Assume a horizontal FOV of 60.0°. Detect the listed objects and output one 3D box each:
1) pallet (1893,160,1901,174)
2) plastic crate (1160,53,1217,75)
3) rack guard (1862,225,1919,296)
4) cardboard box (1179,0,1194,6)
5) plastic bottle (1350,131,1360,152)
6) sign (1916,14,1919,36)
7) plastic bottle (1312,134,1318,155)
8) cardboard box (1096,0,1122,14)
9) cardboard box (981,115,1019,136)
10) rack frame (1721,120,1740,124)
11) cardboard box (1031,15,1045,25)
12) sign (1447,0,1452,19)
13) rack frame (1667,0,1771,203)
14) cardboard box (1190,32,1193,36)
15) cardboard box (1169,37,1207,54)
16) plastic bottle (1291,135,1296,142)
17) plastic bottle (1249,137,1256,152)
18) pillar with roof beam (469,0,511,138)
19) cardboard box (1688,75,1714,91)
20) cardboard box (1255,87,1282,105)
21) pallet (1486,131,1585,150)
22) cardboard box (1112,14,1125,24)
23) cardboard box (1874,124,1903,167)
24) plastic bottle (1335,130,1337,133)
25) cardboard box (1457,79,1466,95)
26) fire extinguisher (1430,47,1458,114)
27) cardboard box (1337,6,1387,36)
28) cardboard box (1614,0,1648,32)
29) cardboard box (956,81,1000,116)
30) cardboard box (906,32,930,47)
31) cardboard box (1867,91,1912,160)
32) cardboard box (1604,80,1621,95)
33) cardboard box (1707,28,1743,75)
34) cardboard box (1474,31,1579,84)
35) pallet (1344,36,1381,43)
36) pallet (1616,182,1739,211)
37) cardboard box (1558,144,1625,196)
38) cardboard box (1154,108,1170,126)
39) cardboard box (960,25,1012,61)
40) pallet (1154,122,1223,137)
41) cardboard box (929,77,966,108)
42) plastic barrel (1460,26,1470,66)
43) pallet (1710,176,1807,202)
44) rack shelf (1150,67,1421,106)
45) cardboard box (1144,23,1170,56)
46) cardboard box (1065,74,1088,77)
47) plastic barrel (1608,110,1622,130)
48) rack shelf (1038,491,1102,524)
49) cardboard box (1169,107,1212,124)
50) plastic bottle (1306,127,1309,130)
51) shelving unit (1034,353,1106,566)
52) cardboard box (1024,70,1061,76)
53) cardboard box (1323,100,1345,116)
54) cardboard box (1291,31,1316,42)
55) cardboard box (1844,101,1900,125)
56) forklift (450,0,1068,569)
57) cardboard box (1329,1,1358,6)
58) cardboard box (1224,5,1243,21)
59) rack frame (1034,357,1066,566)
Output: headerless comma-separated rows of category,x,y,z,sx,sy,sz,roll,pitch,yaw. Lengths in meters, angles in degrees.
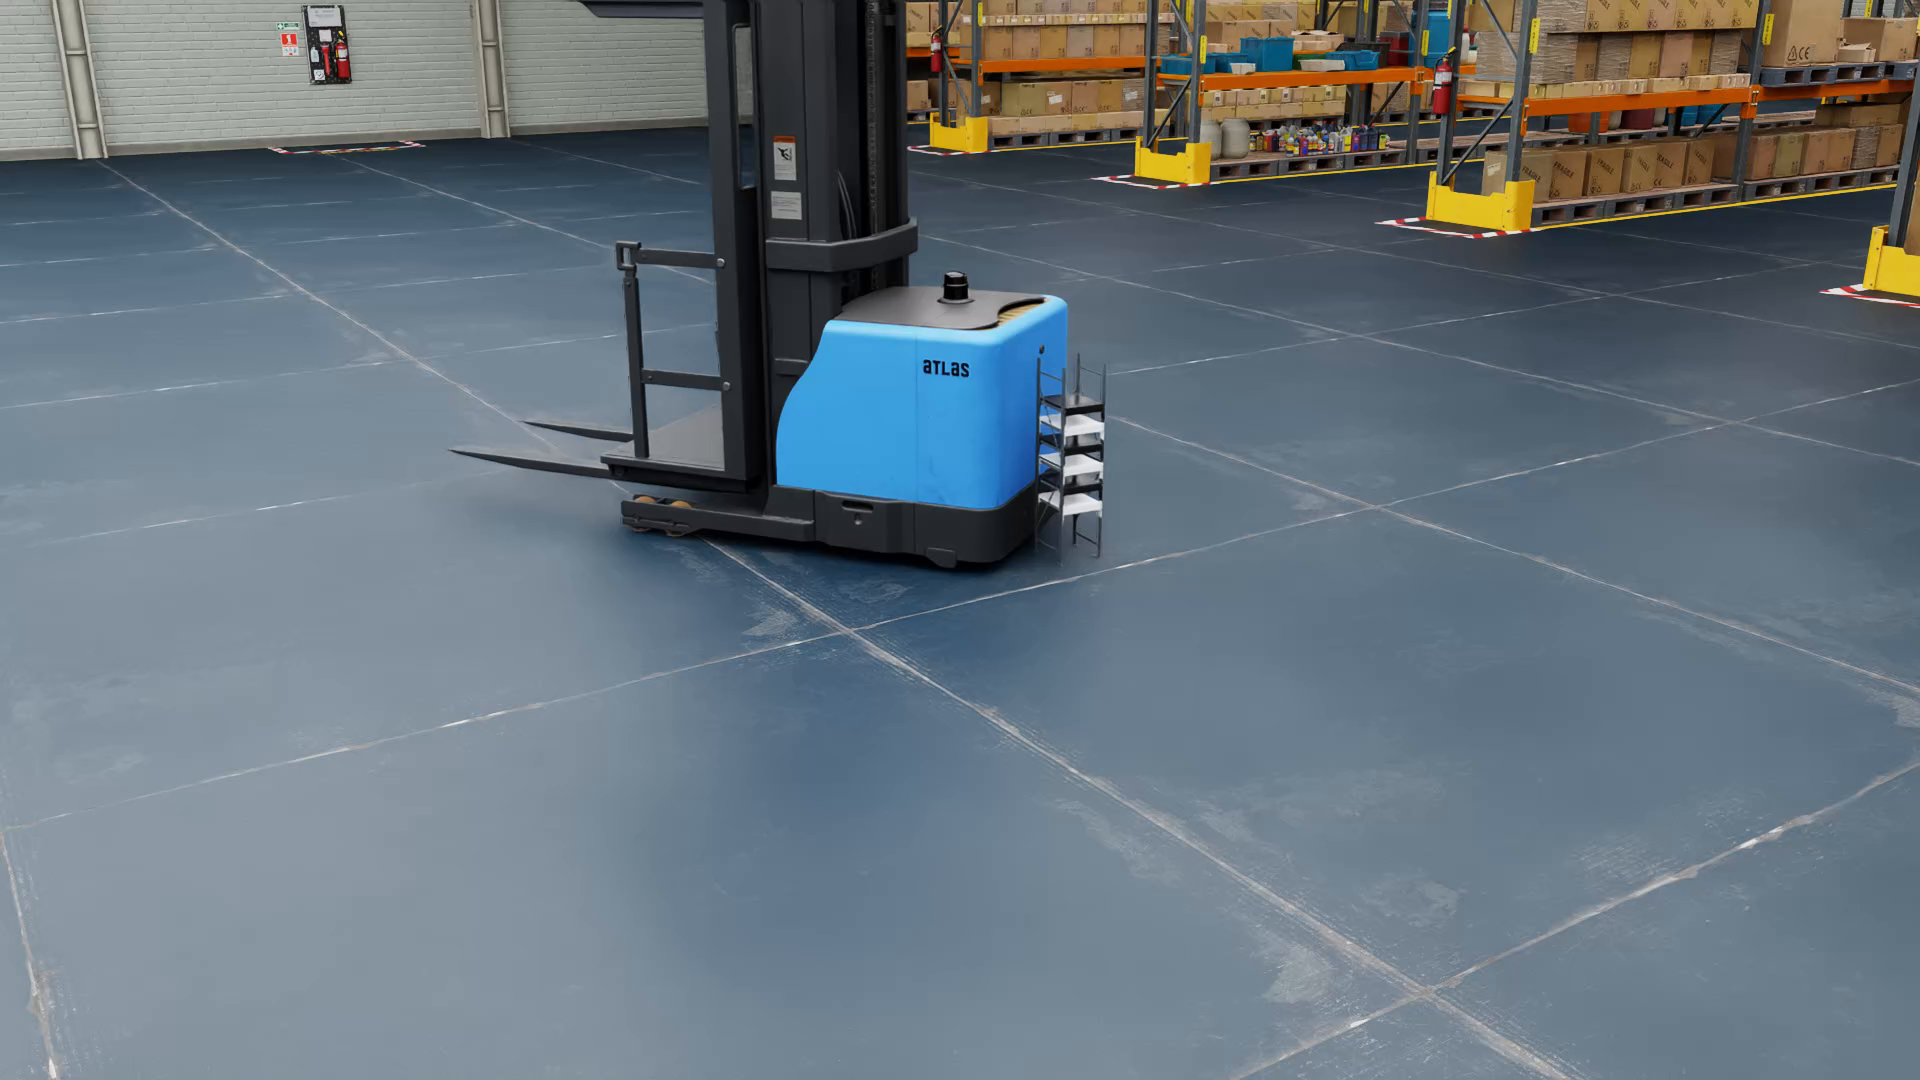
pallet,12.822,-4.983,22.154,1.213,0.211,1.003,-12,22,-31
plastic crate,2.970,-6.198,21.628,0.616,0.251,0.499,-12,22,-31
rack guard,8.064,-2.243,13.599,0.348,0.500,1.175,-12,22,-31
cardboard box,4.495,-10.729,32.974,0.500,0.250,0.500,-11,22,-30
plastic bottle,5.405,-5.463,22.774,0.133,0.283,0.061,-10,21,-28
sign,7.798,-4.240,13.424,0.005,0.325,0.100,-12,22,-31
plastic bottle,4.772,-5.331,22.402,0.097,0.271,0.097,0,19,0
cardboard box,2.129,-8.536,26.127,0.500,0.500,0.700,-12,22,-31
cardboard box,0.566,-6.358,25.504,0.500,0.250,0.500,-12,22,-31
rack frame,12.739,-8.214,27.359,0.127,3.000,1.000,-12,22,-31
cardboard box,1.082,-7.927,25.340,0.250,0.149,0.380,-12,22,-32
sign,5.152,-5.626,17.401,0.005,0.325,0.100,-12,22,-31
rack frame,8.782,-5.480,19.272,0.127,3.000,1.000,-12,22,-31
cardboard box,4.567,-10.088,33.263,0.250,0.149,0.380,-12,22,-31
cardboard box,3.724,-8.158,27.427,0.500,0.250,0.500,-10,21,-28
plastic bottle,4.590,-5.491,22.987,0.097,0.201,0.097,0,19,0
plastic bottle,4.010,-5.424,22.788,0.097,0.201,0.097,0,19,0
pillar with roof beam,-5.266,-9.739,22.501,0.400,9.000,9.100,-12,22,-31
cardboard box,8.160,-5.102,18.544,0.250,0.149,0.380,-12,22,-31
cardboard box,5.102,-7.570,28.215,0.500,0.311,0.500,-11,22,-30
pallet,8.730,-6.063,25.348,1.213,0.211,1.003,-12,22,-31
cardboard box,2.376,-8.202,26.152,0.250,0.149,0.380,-12,22,-32
cardboard box,11.574,-5.086,21.321,0.500,0.500,0.700,-13,23,-34
plastic bottle,5.170,-5.469,22.791,0.133,0.283,0.061,-12,22,-31
cardboard box,8.927,-8.228,30.614,0.500,0.500,0.500,-12,22,-31
fire extinguisher,5.092,-4.842,17.505,0.183,0.674,0.296,-12,22,-31
cardboard box,7.141,-9.223,29.530,0.700,0.500,0.500,14,23,35
cardboard box,6.888,-5.636,17.552,0.500,0.500,0.500,-12,22,-31
cardboard box,0.280,-6.852,25.795,0.500,0.500,0.500,-12,22,-31
cardboard box,-0.872,-8.962,29.773,0.500,0.250,0.500,-12,22,-31
cardboard box,12.710,-5.493,21.972,0.875,0.875,1.225,-13,23,-34
cardboard box,6.850,-4.865,17.845,0.250,0.149,0.380,-12,22,-31
cardboard box,8.372,-5.606,19.023,0.500,0.500,0.875,-12,22,-31
cardboard box,5.915,-5.054,17.389,0.500,0.500,0.875,-12,22,-31
pallet,7.205,-8.883,29.635,1.003,0.211,1.213,-12,22,-31
pallet,8.240,-4.032,19.341,1.213,0.211,1.003,-12,22,-31
cardboard box,6.985,-4.116,18.483,0.500,0.500,0.500,-10,21,-26
cardboard box,3.069,-6.887,27.070,0.500,0.250,0.500,-12,22,-31
cardboard box,0.393,-7.552,25.245,0.500,0.500,0.700,-12,22,-31
pallet,3.930,-6.950,27.973,1.213,0.211,1.003,-12,22,-31
cardboard box,-0.236,-8.286,30.786,0.500,0.500,0.500,-14,23,-35
plastic barrel,6.977,-6.979,23.494,0.433,0.535,0.433,0,19,0
pallet,9.431,-4.297,20.125,1.213,0.211,1.003,-12,22,-31
rack shelf,4.387,-6.112,22.264,4.000,0.370,1.077,-12,22,-31
cardboard box,2.969,-8.098,26.859,0.500,0.500,0.700,-13,22,-33
cardboard box,2.067,-8.797,32.298,0.500,0.500,0.700,-12,22,-31
plastic barrel,10.220,-6.744,26.239,0.421,0.512,0.421,0,19,0
rack shelf,0.486,-0.156,7.467,0.200,0.077,0.258,-9,21,-26
cardboard box,3.810,-7.032,27.499,0.500,0.250,0.500,-13,22,-33
plastic bottle,4.837,-5.644,23.312,0.133,0.283,0.061,-11,21,-29
shelving unit,0.486,-0.358,7.399,0.210,0.900,0.258,-9,21,-26
cardboard box,1.580,-9.047,31.868,0.500,0.250,0.500,-12,22,-33
cardboard box,6.372,-7.574,29.102,0.500,0.250,0.500,-11,22,-30
cardboard box,5.824,-8.687,28.897,0.500,0.311,0.500,-12,22,-32
cardboard box,11.579,-5.438,21.193,0.500,0.250,0.500,-11,22,-29
forklift,-1.052,-1.549,7.750,3.031,2.935,1.130,7,20,21
cardboard box,8.365,-11.225,35.795,0.700,0.700,0.980,-13,22,-33
cardboard box,5.354,-10.551,33.620,0.500,0.500,0.500,-12,22,-32
rack frame,0.396,-0.343,7.355,0.006,0.900,0.240,-9,21,-26
